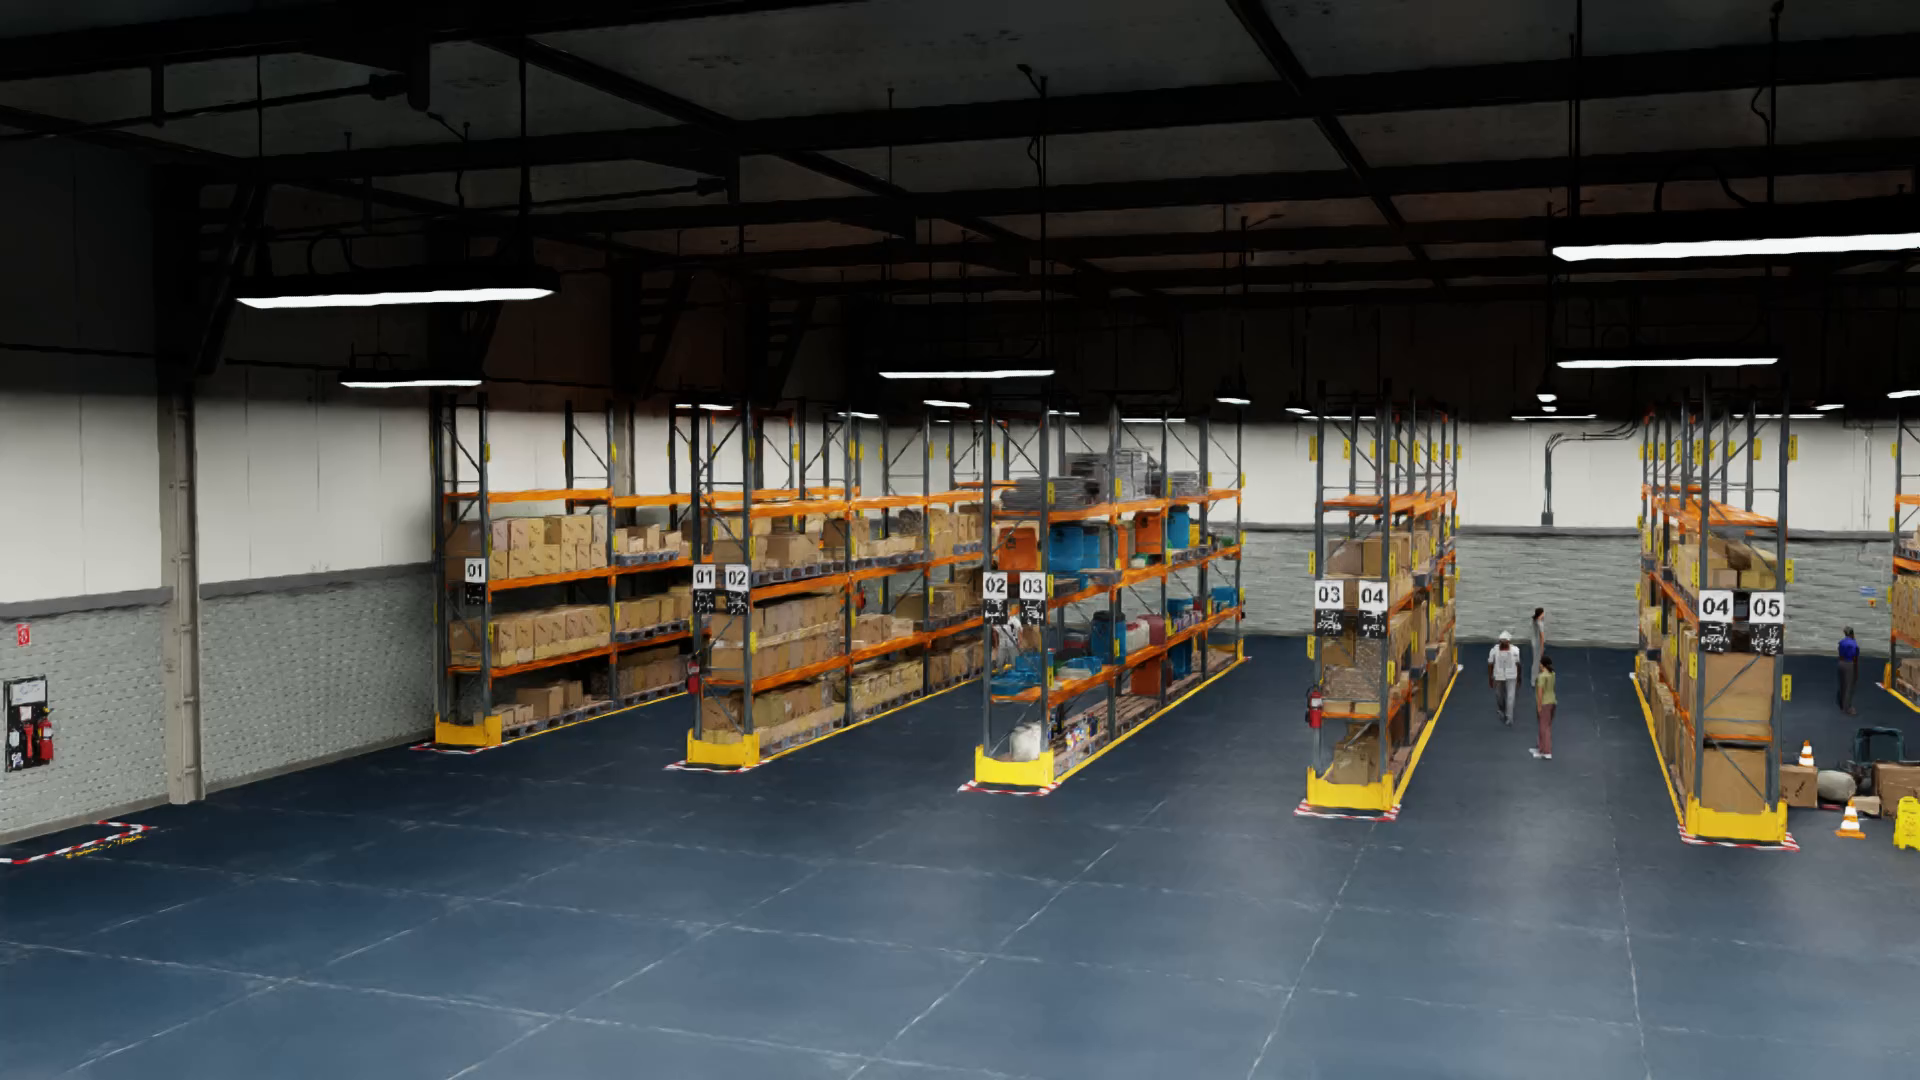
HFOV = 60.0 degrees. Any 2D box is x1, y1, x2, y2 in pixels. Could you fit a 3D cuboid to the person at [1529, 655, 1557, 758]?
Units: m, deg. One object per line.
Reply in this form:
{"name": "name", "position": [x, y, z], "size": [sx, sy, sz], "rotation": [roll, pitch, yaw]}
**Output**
{"name": "person", "position": [9.531, 2.702, 27.221], "size": [0.490, 1.674, 0.482], "rotation": [-3, 4, -41]}

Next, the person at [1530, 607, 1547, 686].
{"name": "person", "position": [12.372, 2.264, 35.431], "size": [0.458, 1.677, 0.533], "rotation": [0, 3, 4]}

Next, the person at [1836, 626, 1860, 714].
{"name": "person", "position": [16.996, 2.475, 31.774], "size": [0.426, 1.651, 0.498], "rotation": [0, 3, -8]}

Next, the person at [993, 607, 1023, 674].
{"name": "person", "position": [1.033, 2.248, 35.730], "size": [0.682, 1.715, 0.542], "rotation": [1, 3, 18]}

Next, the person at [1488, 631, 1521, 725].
{"name": "person", "position": [10.032, 2.514, 30.665], "size": [0.577, 1.690, 1.121], "rotation": [1, 3, 22]}
